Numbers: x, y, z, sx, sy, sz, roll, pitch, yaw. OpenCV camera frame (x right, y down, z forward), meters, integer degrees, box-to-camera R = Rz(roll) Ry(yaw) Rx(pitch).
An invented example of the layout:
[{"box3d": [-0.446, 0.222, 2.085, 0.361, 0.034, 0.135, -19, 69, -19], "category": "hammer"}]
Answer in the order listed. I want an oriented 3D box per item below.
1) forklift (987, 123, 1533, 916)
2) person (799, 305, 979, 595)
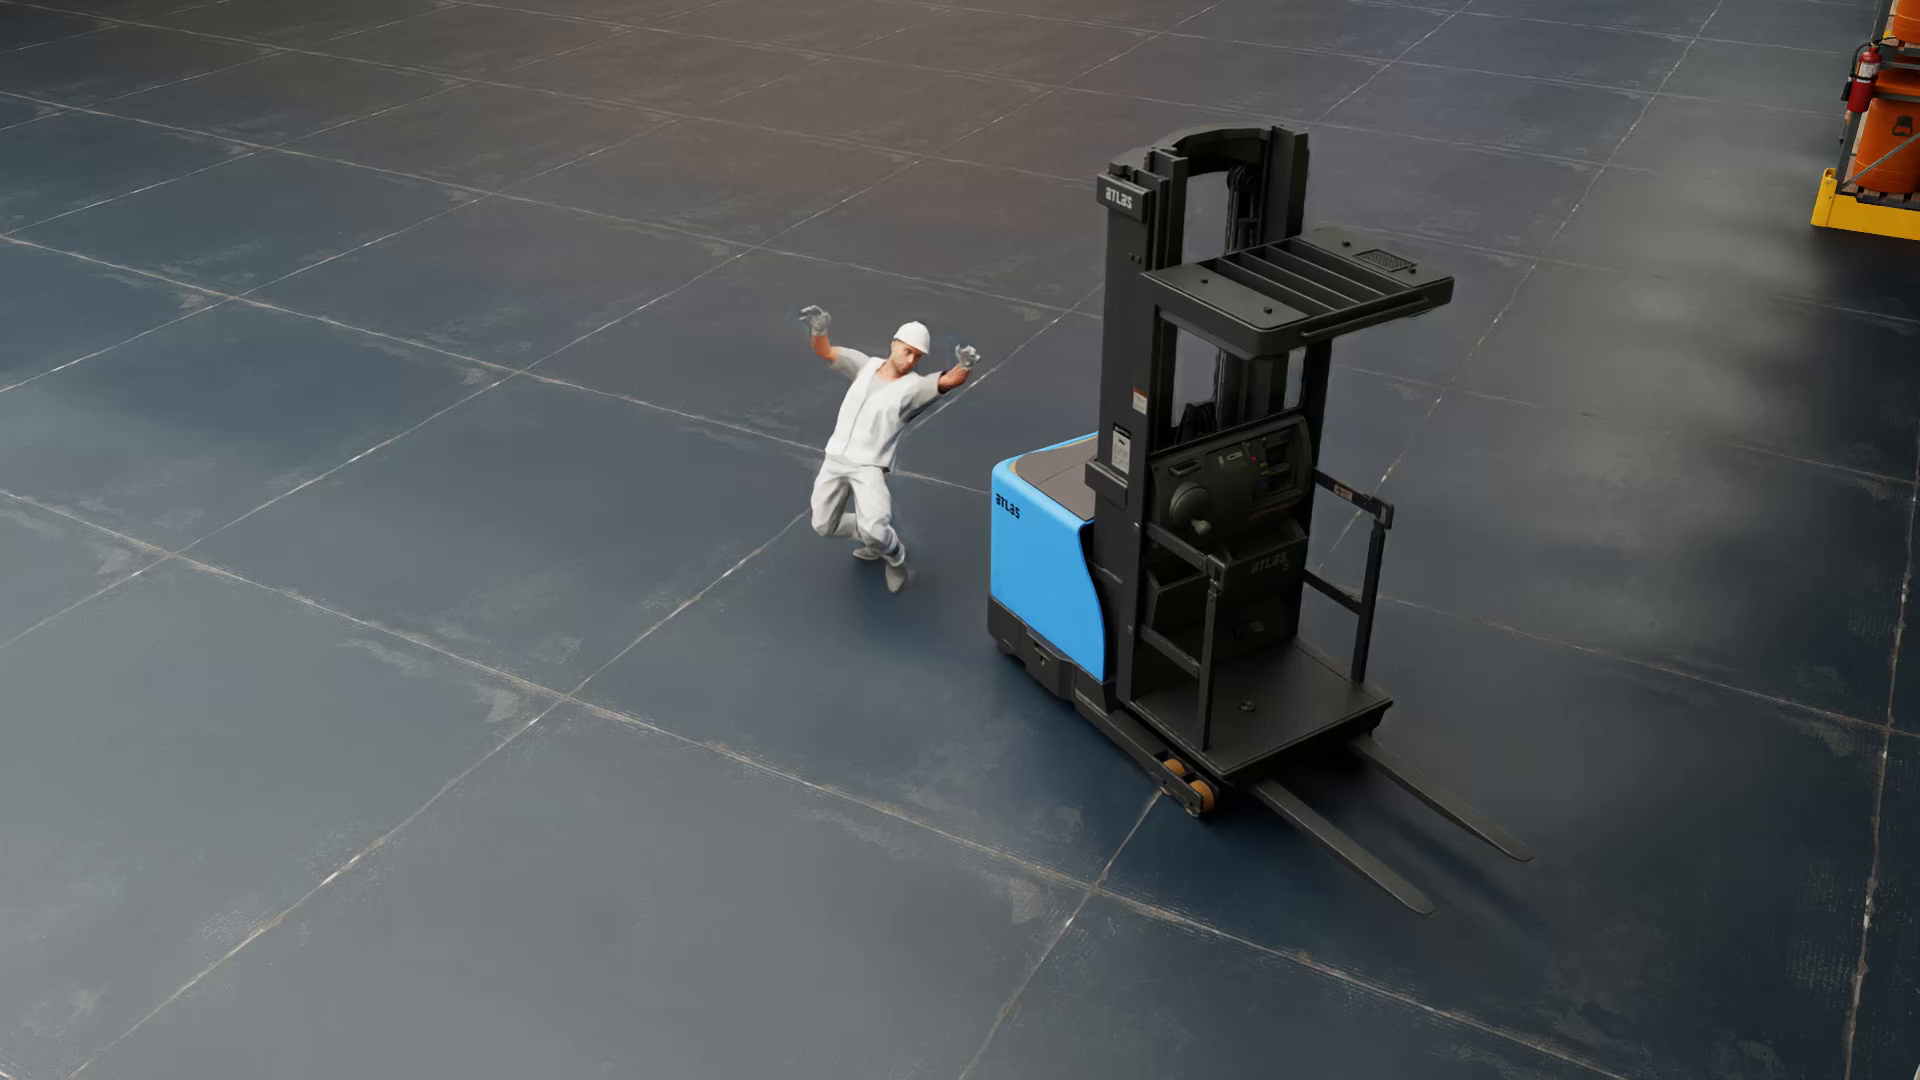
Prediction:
[{"box3d": [1.374, -0.250, 7.503, 1.130, 2.935, 3.031, -18, 35, -28], "category": "forklift"}, {"box3d": [-0.372, -0.493, 9.195, 1.051, 1.676, 0.804, 21, 36, 31], "category": "person"}]
